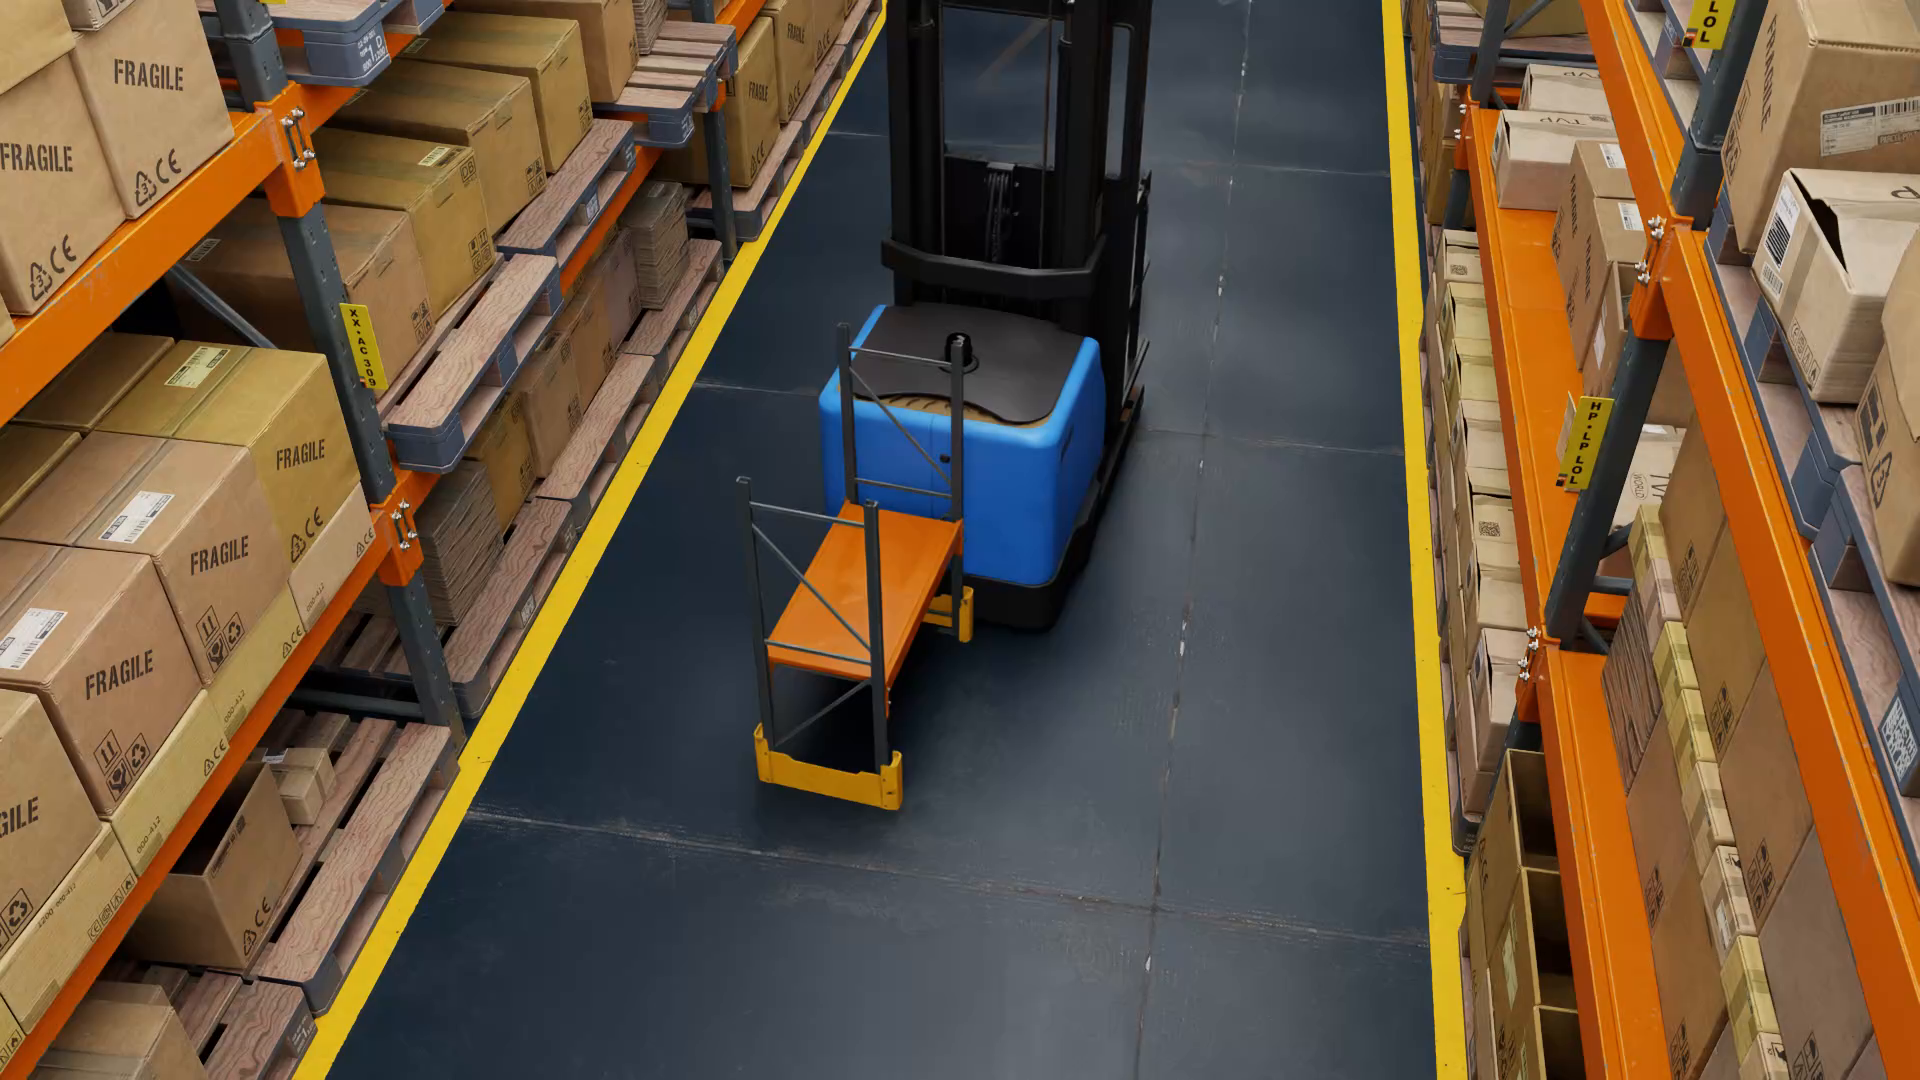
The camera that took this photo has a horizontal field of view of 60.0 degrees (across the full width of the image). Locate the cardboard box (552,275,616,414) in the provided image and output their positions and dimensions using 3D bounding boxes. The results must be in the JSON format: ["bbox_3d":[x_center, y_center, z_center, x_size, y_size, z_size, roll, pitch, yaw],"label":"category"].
[{"bbox_3d":[-2.147,-0.991,8.211,0.700,0.500,0.500,6,40,7],"label":"cardboard box"}]

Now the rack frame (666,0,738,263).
[{"bbox_3d":[-1.812,-2.868,8.864,1.000,3.000,0.127,6,40,8],"label":"rack frame"}]

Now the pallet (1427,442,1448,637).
[{"bbox_3d":[2.673,0.027,7.552,1.003,0.211,1.213,6,40,8],"label":"pallet"}]

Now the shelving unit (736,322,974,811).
[{"bbox_3d":[-0.371,0.098,6.455,0.587,1.500,1.083,11,41,13],"label":"shelving unit"}]

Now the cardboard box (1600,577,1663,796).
[{"bbox_3d":[2.305,0.427,4.801,0.700,0.500,0.500,5,40,7],"label":"cardboard box"}]

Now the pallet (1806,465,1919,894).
[{"bbox_3d":[2.040,0.366,2.669,1.003,0.211,1.213,6,40,8],"label":"pallet"}]

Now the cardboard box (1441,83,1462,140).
[{"bbox_3d":[3.004,-2.468,9.409,0.500,0.250,0.500,8,40,9],"label":"cardboard box"}]

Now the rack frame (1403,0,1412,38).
[{"bbox_3d":[3.760,-4.834,11.243,1.000,3.000,0.127,6,40,8],"label":"rack frame"}]

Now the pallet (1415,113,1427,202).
[{"bbox_3d":[3.447,-2.477,10.580,1.003,0.211,1.213,6,40,8],"label":"pallet"}]

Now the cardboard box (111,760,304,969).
[{"bbox_3d":[-2.645,1.092,5.691,0.500,0.500,0.500,4,40,4],"label":"cardboard box"}]

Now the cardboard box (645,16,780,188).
[{"bbox_3d":[-1.556,-2.648,9.956,0.750,0.750,0.750,6,40,7],"label":"cardboard box"}]

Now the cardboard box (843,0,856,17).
[{"bbox_3d":[-1.104,-4.289,11.941,0.750,0.750,0.750,7,40,8],"label":"cardboard box"}]

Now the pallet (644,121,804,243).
[{"bbox_3d":[-1.601,-2.279,10.341,1.003,0.211,1.213,6,40,8],"label":"pallet"}]

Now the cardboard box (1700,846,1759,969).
[{"bbox_3d":[1.919,0.854,3.775,0.380,0.149,0.250,5,40,6],"label":"cardboard box"}]

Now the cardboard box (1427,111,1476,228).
[{"bbox_3d":[2.998,-2.143,9.604,0.500,0.500,0.500,8,40,9],"label":"cardboard box"}]

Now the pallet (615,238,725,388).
[{"bbox_3d":[-1.949,-1.303,9.160,1.003,0.211,1.213,6,40,8],"label":"pallet"}]

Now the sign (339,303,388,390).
[{"bbox_3d":[-1.969,-0.636,5.486,0.100,0.325,0.005,6,40,8],"label":"sign"}]

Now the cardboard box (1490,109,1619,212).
[{"bbox_3d":[2.722,-1.750,7.582,0.500,0.311,0.500,6,40,7],"label":"cardboard box"}]

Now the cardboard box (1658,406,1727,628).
[{"bbox_3d":[2.305,-0.073,4.387,0.700,0.500,0.500,7,40,8],"label":"cardboard box"}]

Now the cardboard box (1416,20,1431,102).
[{"bbox_3d":[3.261,-3.115,10.780,0.500,0.500,0.500,7,40,8],"label":"cardboard box"}]

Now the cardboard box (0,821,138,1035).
[{"bbox_3d":[-2.540,0.968,4.327,0.500,0.250,0.500,7,40,8],"label":"cardboard box"}]

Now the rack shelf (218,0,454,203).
[{"bbox_3d":[-2.158,-2.491,6.620,1.077,0.370,4.000,6,40,8],"label":"rack shelf"}]

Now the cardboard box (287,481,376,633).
[{"bbox_3d":[-2.288,0.023,5.470,0.500,0.250,0.500,6,40,8],"label":"cardboard box"}]

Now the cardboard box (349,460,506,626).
[{"bbox_3d":[-2.393,-0.027,7.045,0.700,0.500,0.500,8,40,9],"label":"cardboard box"}]

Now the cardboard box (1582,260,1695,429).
[{"bbox_3d":[2.615,-0.663,6.119,0.500,0.500,0.500,9,40,11],"label":"cardboard box"}]

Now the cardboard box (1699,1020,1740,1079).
[{"bbox_3d":[2.042,1.395,3.630,0.700,0.500,0.500,8,40,9],"label":"cardboard box"}]

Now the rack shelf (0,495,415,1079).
[{"bbox_3d":[-2.850,1.175,4.539,1.077,0.370,4.000,6,40,8],"label":"rack shelf"}]

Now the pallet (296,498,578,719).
[{"bbox_3d":[-2.371,0.229,7.308,1.003,0.211,1.213,6,40,8],"label":"pallet"}]

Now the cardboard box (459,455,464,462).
[{"bbox_3d":[-2.321,-0.593,7.141,0.500,0.250,0.500,6,40,7],"label":"cardboard box"}]

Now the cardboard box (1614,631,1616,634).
[{"bbox_3d":[2.784,0.323,6.394,0.500,0.311,0.500,6,40,7],"label":"cardboard box"}]

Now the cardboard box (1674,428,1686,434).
[{"bbox_3d":[2.730,-0.250,5.896,0.380,0.149,0.250,6,40,8],"label":"cardboard box"}]

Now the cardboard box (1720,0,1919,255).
[{"bbox_3d":[2.028,-0.937,3.657,0.500,0.500,0.500,10,41,11],"label":"cardboard box"}]

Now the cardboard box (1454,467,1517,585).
[{"bbox_3d":[2.336,-0.058,6.854,0.500,0.311,0.500,6,40,8],"label":"cardboard box"}]

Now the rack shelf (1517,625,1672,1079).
[{"bbox_3d":[2.029,1.719,3.881,1.077,0.370,4.000,6,40,8],"label":"rack shelf"}]

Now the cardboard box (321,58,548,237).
[{"bbox_3d":[-2.196,-1.648,6.965,0.700,0.500,0.500,12,41,14],"label":"cardboard box"}]

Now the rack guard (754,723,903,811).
[{"bbox_3d":[-0.511,0.884,6.485,0.587,0.250,0.087,11,41,13],"label":"rack guard"}]

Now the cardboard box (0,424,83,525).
[{"bbox_3d":[-2.885,0.000,4.910,0.500,0.500,0.500,6,40,7],"label":"cardboard box"}]

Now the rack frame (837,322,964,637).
[{"bbox_3d":[-0.230,-0.207,6.824,0.500,1.500,0.032,11,41,13],"label":"rack frame"}]

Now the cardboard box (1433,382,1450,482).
[{"bbox_3d":[2.517,-0.487,7.813,0.500,0.250,0.500,5,40,6],"label":"cardboard box"}]

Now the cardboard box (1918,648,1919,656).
[{"bbox_3d":[1.719,0.259,2.360,0.500,0.311,0.500,11,41,13],"label":"cardboard box"}]

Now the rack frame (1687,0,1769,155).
[{"bbox_3d":[2.375,-2.126,3.259,1.000,3.000,0.127,6,40,8],"label":"rack frame"}]

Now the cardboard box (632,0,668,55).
[{"bbox_3d":[-1.884,-2.780,8.334,0.700,0.500,0.500,2,40,2],"label":"cardboard box"}]

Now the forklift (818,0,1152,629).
[{"bbox_3d":[0.309,-1.693,7.497,1.130,2.935,3.031,11,41,13],"label":"forklift"}]

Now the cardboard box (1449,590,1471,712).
[{"bbox_3d":[2.251,0.475,6.650,0.500,0.250,0.500,6,40,7],"label":"cardboard box"}]

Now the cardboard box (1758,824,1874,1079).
[{"bbox_3d":[2.044,0.872,3.245,0.700,0.500,0.500,6,40,8],"label":"cardboard box"}]

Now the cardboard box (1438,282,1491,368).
[{"bbox_3d":[2.605,-1.015,8.012,0.500,0.311,0.500,5,40,7],"label":"cardboard box"}]

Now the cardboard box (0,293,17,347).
[{"bbox_3d":[-2.507,-0.548,3.610,0.500,0.500,0.500,5,40,6],"label":"cardboard box"}]

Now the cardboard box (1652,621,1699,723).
[{"bbox_3d":[2.052,0.365,4.367,0.380,0.149,0.250,5,40,7],"label":"cardboard box"}]

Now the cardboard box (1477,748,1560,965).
[{"bbox_3d":[1.987,1.052,5.363,0.500,0.500,0.500,6,40,8],"label":"cardboard box"}]

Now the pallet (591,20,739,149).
[{"bbox_3d":[-1.831,-2.335,8.370,1.213,0.211,1.003,6,40,8],"label":"pallet"}]

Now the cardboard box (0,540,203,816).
[{"bbox_3d":[-2.460,0.363,4.470,0.500,0.500,0.500,5,40,6],"label":"cardboard box"}]

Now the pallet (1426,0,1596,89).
[{"bbox_3d":[3.116,-2.683,8.792,1.213,0.211,1.003,6,40,8],"label":"pallet"}]
